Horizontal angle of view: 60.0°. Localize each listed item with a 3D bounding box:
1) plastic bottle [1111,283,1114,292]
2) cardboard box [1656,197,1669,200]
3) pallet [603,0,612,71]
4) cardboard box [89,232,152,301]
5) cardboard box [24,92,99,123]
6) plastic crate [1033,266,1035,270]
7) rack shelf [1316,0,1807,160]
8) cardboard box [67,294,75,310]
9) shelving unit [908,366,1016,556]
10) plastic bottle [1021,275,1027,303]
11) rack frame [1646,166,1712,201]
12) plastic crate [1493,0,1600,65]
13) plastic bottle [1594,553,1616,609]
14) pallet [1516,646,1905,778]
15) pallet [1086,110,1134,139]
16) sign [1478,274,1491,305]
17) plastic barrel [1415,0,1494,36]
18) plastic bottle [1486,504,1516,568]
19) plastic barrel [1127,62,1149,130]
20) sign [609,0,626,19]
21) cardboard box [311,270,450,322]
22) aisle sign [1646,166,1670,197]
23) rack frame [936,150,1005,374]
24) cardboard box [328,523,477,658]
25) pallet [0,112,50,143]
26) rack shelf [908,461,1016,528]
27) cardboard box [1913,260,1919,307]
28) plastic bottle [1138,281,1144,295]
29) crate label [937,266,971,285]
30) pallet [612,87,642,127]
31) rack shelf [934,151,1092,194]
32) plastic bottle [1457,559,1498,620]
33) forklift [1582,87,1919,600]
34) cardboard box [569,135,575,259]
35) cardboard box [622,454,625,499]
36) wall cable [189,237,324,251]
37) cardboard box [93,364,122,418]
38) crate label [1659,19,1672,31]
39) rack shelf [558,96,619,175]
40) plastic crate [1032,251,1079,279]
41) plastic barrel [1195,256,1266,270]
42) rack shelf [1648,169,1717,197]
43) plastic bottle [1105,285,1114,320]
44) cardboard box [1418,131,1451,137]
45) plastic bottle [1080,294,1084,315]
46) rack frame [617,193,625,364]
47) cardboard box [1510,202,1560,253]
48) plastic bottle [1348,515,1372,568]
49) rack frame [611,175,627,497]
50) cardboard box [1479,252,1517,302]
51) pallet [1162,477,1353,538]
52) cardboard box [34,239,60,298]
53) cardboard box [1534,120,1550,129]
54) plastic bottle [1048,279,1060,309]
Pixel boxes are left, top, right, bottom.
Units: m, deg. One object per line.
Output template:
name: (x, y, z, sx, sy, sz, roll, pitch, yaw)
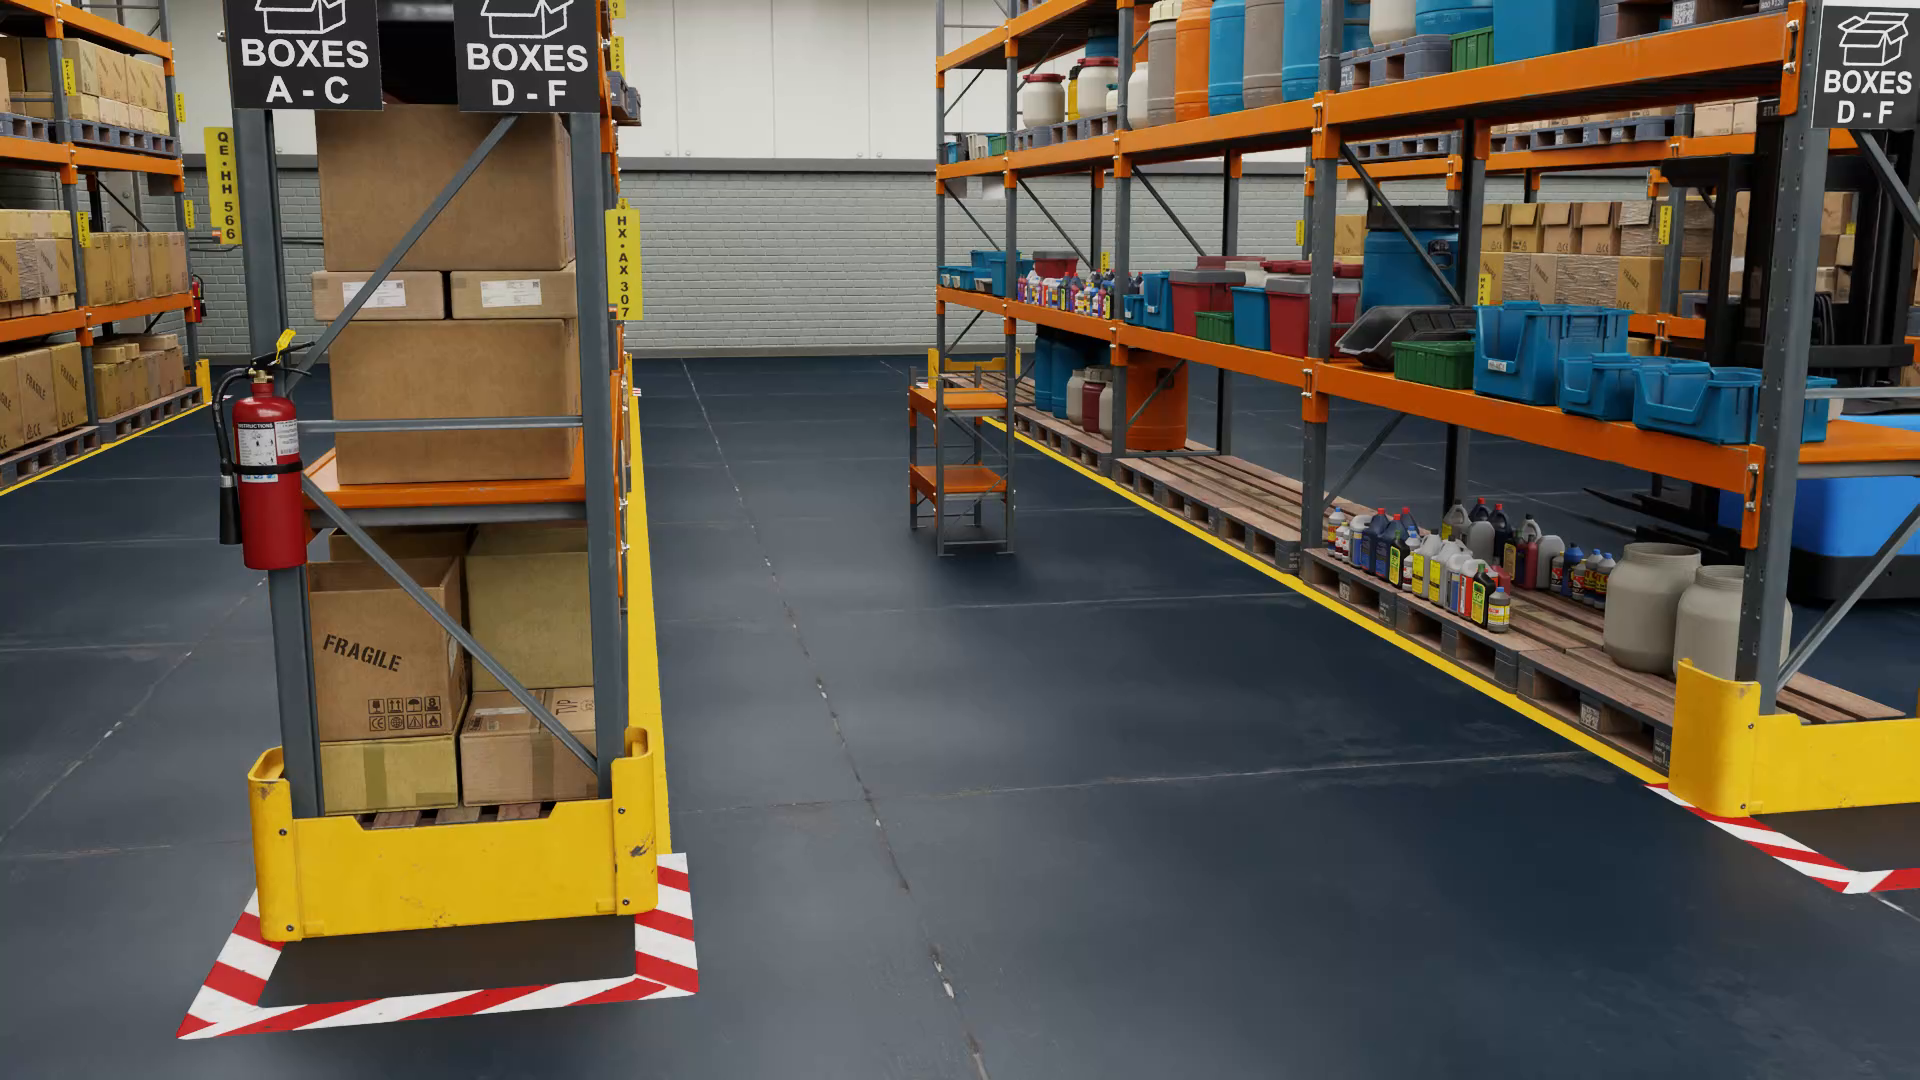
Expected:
plastic bottle: (1.495, -2.358, 15.909, 0.097, 0.271, 0.097, 0, 11, 0)
cardboard box: (9.772, -4.387, 22.485, 0.500, 0.500, 0.500, -2, 11, -11)
pallet: (-2.133, -2.345, 7.708, 1.003, 0.211, 1.213, -2, 11, -11)
cardboard box: (-9.115, -2.871, 17.457, 0.980, 0.700, 0.700, -3, 11, -14)
cardboard box: (-8.614, -4.148, 15.957, 0.500, 0.250, 0.500, -2, 11, -11)
plastic crate: (0.863, -2.975, 18.960, 0.437, 0.282, 0.530, -2, 11, -11)
rack shelf: (2.925, -2.003, 7.599, 1.077, 0.370, 4.000, -2, 11, -11)
cardboard box: (-8.395, -2.191, 15.305, 0.380, 0.149, 0.250, -2, 11, -10)
shelving unit: (-0.001, -0.554, 11.098, 0.538, 1.125, 1.048, -2, 11, -11)
plastic bottle: (0.658, -2.552, 16.896, 0.061, 0.283, 0.133, -2, 11, -11)
rack frame: (9.945, -3.792, 23.099, 1.000, 3.000, 0.127, -2, 11, -11)
plastic crate: (2.647, -2.320, 7.386, 0.392, 0.384, 0.575, -2, 11, -11)
plastic bottle: (3.200, 0.201, 8.236, 0.097, 0.271, 0.097, 0, 11, 0)
pallet: (3.100, 0.692, 6.994, 1.003, 0.211, 1.213, -2, 11, -11)
pallet: (1.705, -3.508, 14.087, 1.003, 0.211, 1.213, -2, 11, -11)
sign: (3.077, -1.404, 9.808, 0.100, 0.325, 0.005, -2, 11, -11)
plastic barrel: (2.624, -2.989, 8.393, 0.600, 0.901, 0.708, -2, 11, -11)
plastic bottle: (2.981, -0.022, 9.196, 0.144, 0.351, 0.185, -3, 11, -14)
plastic barrel: (1.518, -3.444, 12.945, 0.421, 0.512, 0.421, 0, 11, 0)
sign: (-1.780, -2.857, 8.568, 0.100, 0.325, 0.005, -2, 11, -11)
cardboard box: (-1.807, -0.767, 5.204, 0.380, 0.149, 0.250, -2, 11, -12)
aisle sign: (9.637, -5.072, 22.869, 0.394, 0.787, 0.004, -2, 11, -11)
rack frame: (0.202, -3.451, 21.303, 1.000, 3.000, 0.127, -2, 11, -11)
cardboard box: (-2.151, 0.169, 6.511, 0.500, 0.500, 0.500, -2, 11, -11)
pallet: (-8.511, -3.570, 14.419, 0.805, 0.209, 1.217, -3, 11, -13)
rack shelf: (-0.001, -0.314, 11.144, 0.538, 0.278, 1.000, -2, 11, -11)
cardboard box: (7.377, -2.082, 11.383, 1.000, 1.000, 1.000, -2, 11, -11)
plastic bottle: (1.721, -2.268, 15.421, 0.152, 0.276, 0.135, -2, 11, -11)
crate label: (-0.073, -3.340, 21.012, 0.416, 0.233, 0.303, -2, 11, -11)
pallet: (-2.882, -3.063, 11.752, 1.213, 0.211, 1.003, -2, 11, -8)
rack shelf: (0.591, -4.204, 19.162, 1.077, 0.370, 4.000, -2, 11, -11)
plastic bottle: (2.504, 0.238, 8.033, 0.152, 0.276, 0.135, -2, 11, -11)
forklift: (5.024, -1.331, 10.350, 1.130, 2.935, 3.031, -1, 11, -8)
cardboard box: (-1.938, -1.399, 6.789, 0.700, 0.500, 0.500, -2, 11, -11)
cardboard box: (-2.252, -0.378, 9.891, 0.500, 0.311, 0.500, -2, 11, -12)
wall cable: (-10.266, -5.562, 24.658, 3.097, 2.526, 0.112, -2, 11, -11)
cardboard box: (-8.783, -1.476, 16.490, 0.700, 0.500, 0.500, -2, 11, -10)
crate label: (3.274, -2.272, 7.485, 0.502, 0.251, 0.408, -2, 11, -11)
rack shelf: (-2.713, -2.557, 10.511, 1.077, 0.370, 4.000, -2, 11, -11)
plastic crate: (1.052, -2.951, 18.345, 0.402, 0.464, 0.583, -2, 11, -11)
plastic barrel: (2.145, -1.976, 13.192, 0.600, 0.536, 0.708, -2, 11, -11)
rack shelf: (10.334, -4.546, 20.959, 1.077, 0.370, 4.000, -2, 11, -11)
plastic bottle: (1.261, -1.985, 13.913, 0.061, 0.283, 0.133, -2, 11, -11)
cardboard box: (5.627, -4.816, 18.799, 0.700, 0.500, 0.500, -3, 11, -14)
plastic bottle: (1.116, -2.098, 14.727, 0.097, 0.201, 0.097, 0, 11, 0)
rack frame: (-4.658, -3.271, 20.360, 1.000, 3.000, 0.127, -2, 11, -11)
cardboard box: (6.093, -3.196, 17.014, 0.797, 0.503, 0.637, -2, 11, -10)
plastic bottle: (2.257, 0.005, 9.256, 0.152, 0.276, 0.135, -2, 11, -9)
rack frame: (-3.102, -1.804, 12.651, 1.000, 3.000, 0.127, -2, 11, -11)
cardboard box: (5.781, -2.760, 17.410, 0.500, 0.500, 0.500, -2, 11, -11)
pallet: (2.104, -0.247, 11.928, 1.003, 0.211, 1.213, -2, 11, -11)
cardboard box: (-8.292, -2.393, 14.630, 0.500, 0.500, 0.500, -2, 11, -11)
cardboard box: (5.981, -4.175, 16.635, 0.380, 0.149, 0.250, -3, 11, -13)
plastic bottle: (0.921, -2.345, 15.825, 0.152, 0.276, 0.135, -2, 11, -11)
